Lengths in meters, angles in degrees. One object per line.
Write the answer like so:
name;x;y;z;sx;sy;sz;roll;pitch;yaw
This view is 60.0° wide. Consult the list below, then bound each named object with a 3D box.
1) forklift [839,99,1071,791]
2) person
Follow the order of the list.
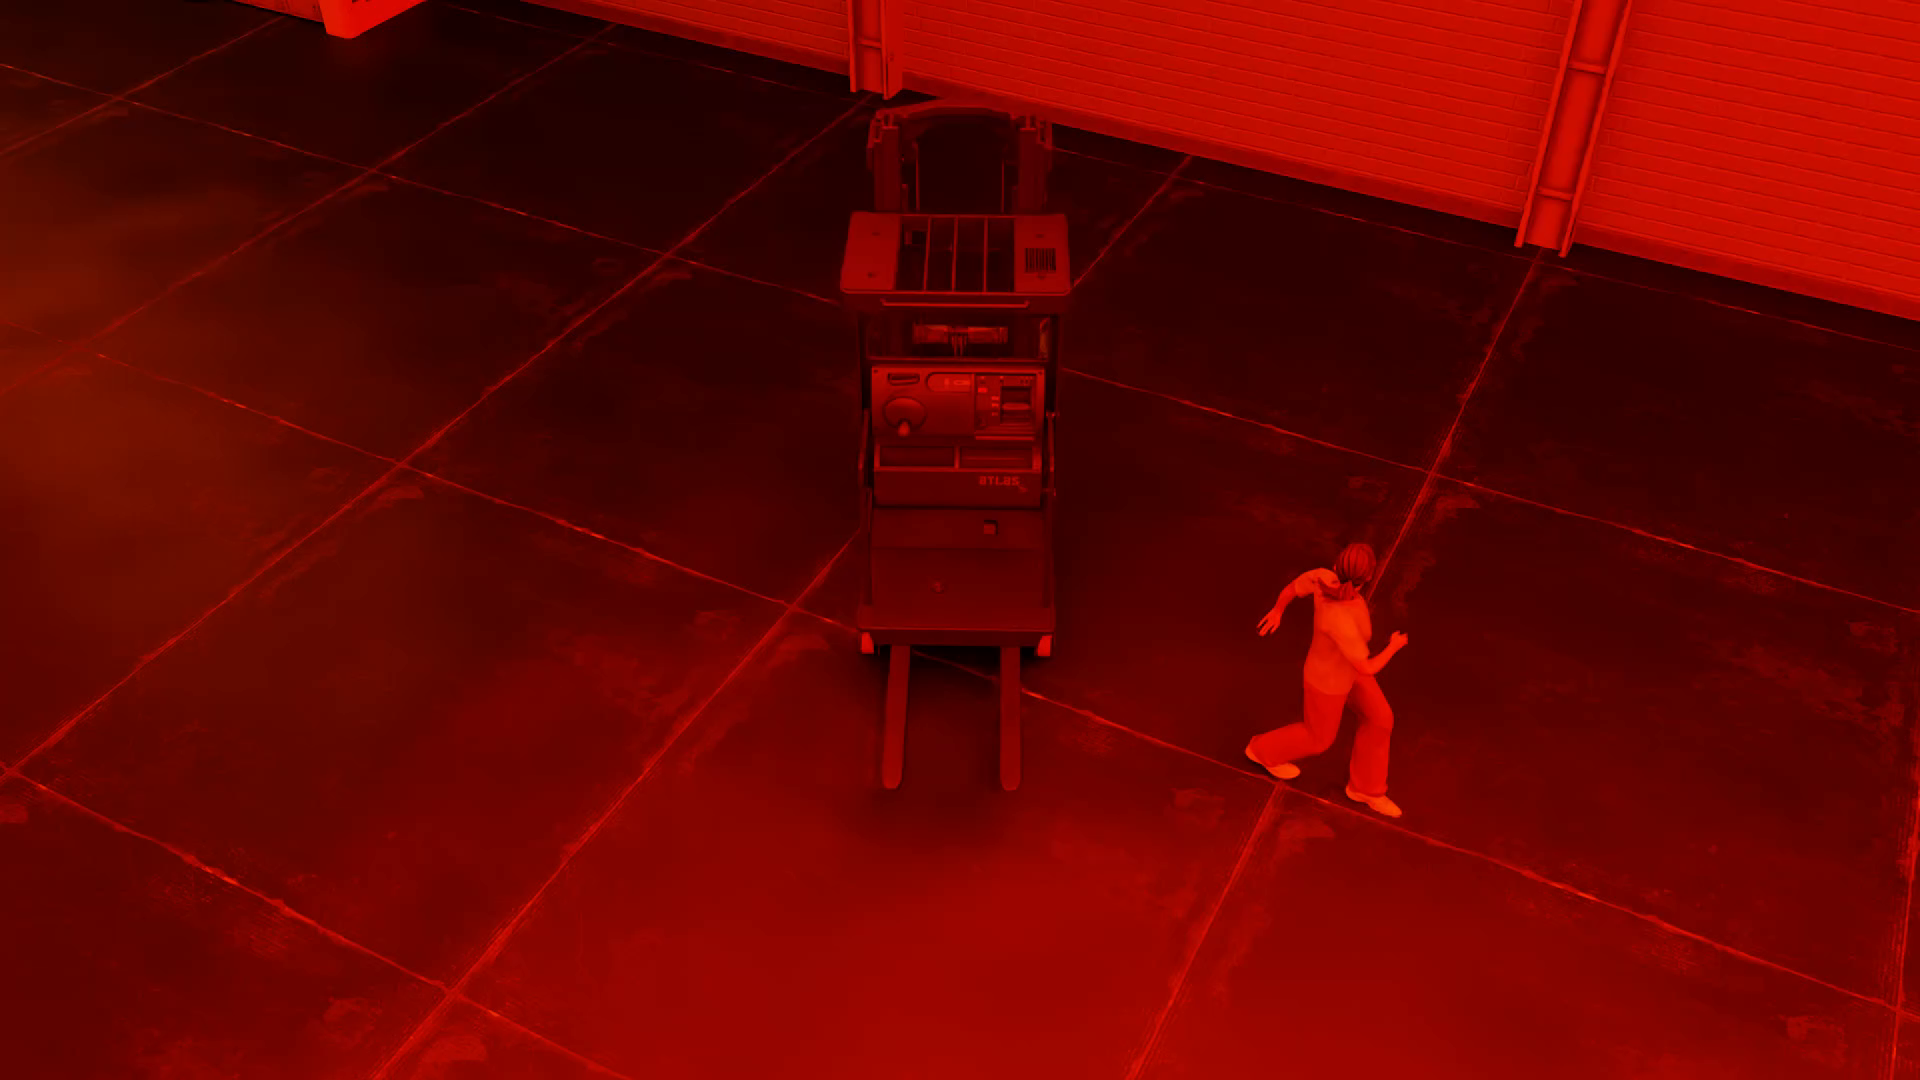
forklift;-0.014;-0.664;8.774;1.130;2.935;3.031;1;40;1
person;1.883;0.667;8.257;0.917;1.616;0.471;15;42;17
